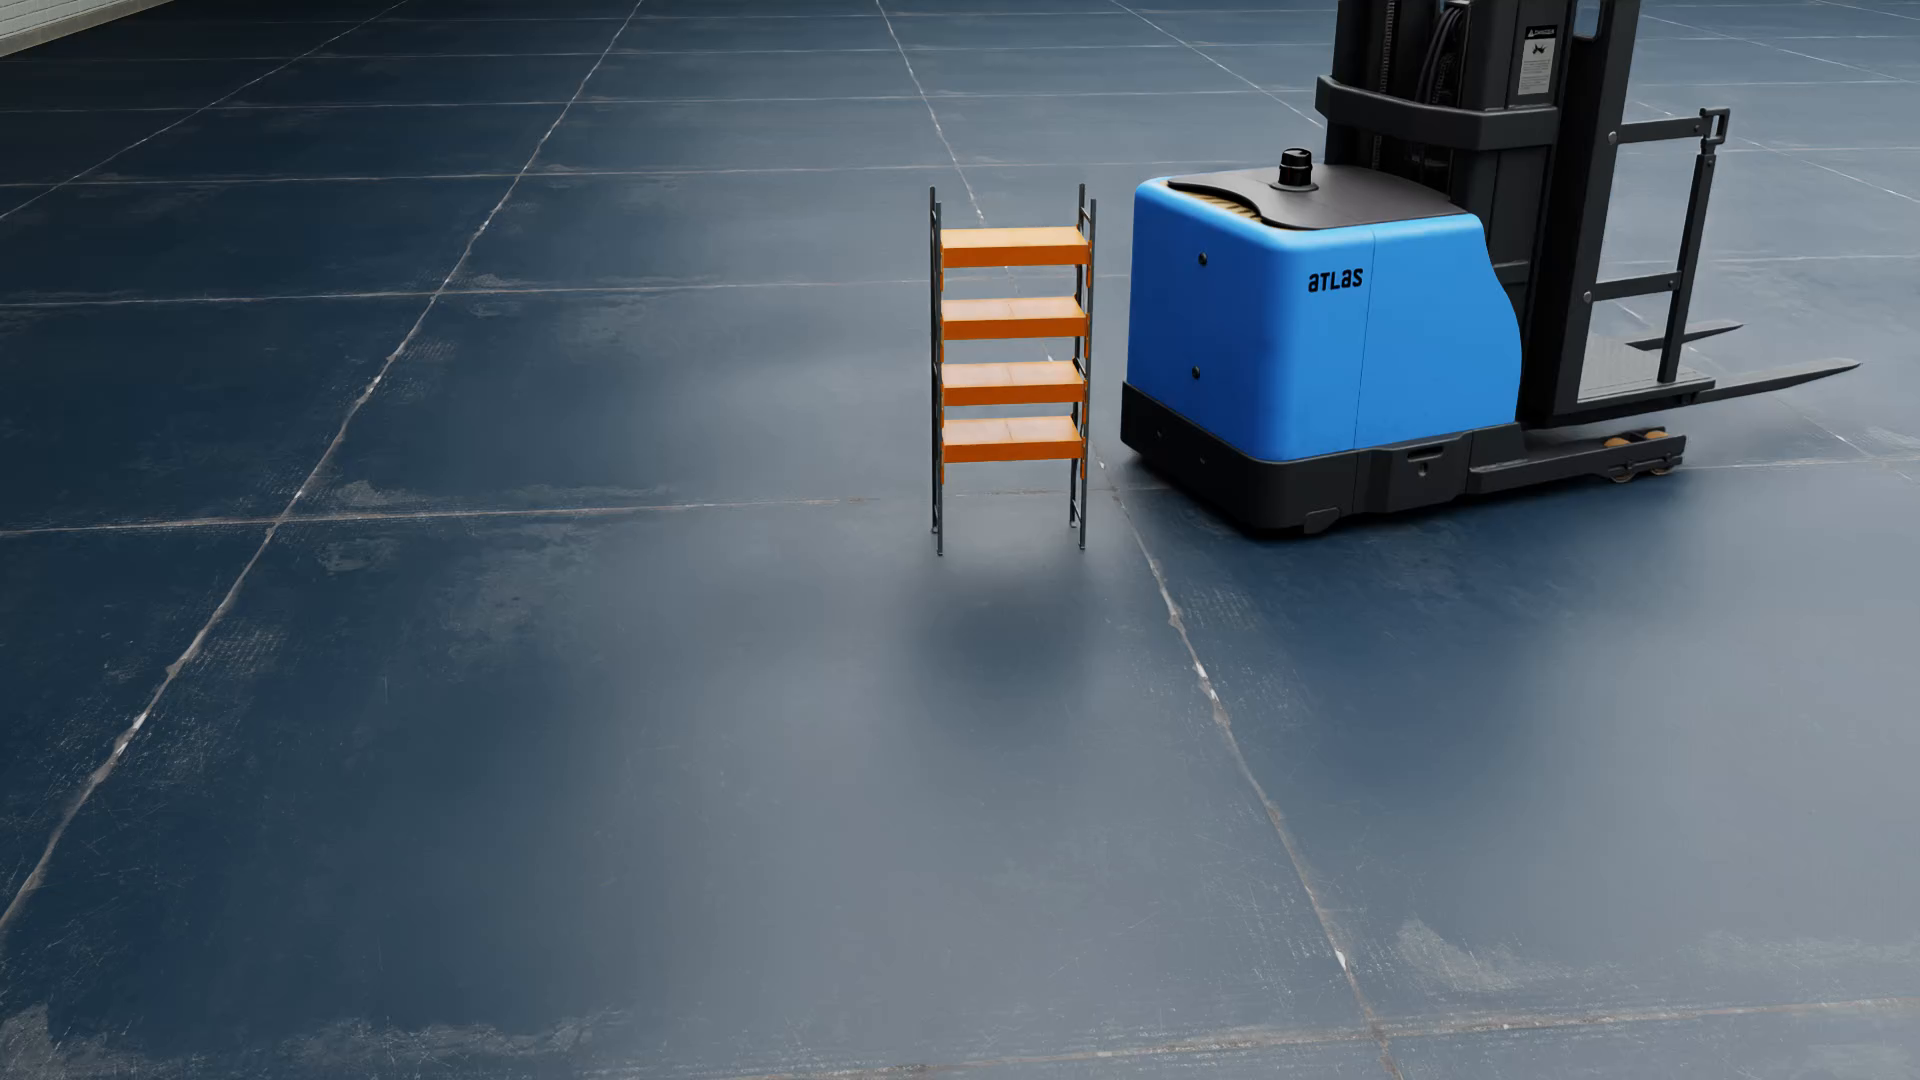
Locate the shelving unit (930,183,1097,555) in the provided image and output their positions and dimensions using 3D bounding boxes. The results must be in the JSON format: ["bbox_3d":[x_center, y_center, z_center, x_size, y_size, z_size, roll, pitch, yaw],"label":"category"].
[{"bbox_3d":[0.165,-0.555,5.521,0.503,1.200,0.258,-2,24,-5],"label":"shelving unit"}]

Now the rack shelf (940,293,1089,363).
[{"bbox_3d":[0.165,-0.698,5.458,0.480,0.148,0.258,-2,24,-5],"label":"rack shelf"}]

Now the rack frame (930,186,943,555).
[{"bbox_3d":[-0.078,-0.545,5.499,0.015,1.200,0.240,-2,24,-5],"label":"rack frame"}]

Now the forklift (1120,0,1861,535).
[{"bbox_3d":[2.186,-1.739,6.053,3.031,2.935,1.130,-10,26,-22],"label":"forklift"}]

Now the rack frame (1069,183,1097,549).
[{"bbox_3d":[0.408,-0.565,5.543,0.015,1.200,0.240,-2,24,-5],"label":"rack frame"}]

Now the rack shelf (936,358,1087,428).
[{"bbox_3d":[0.165,-0.493,5.548,0.480,0.148,0.258,-2,24,-5],"label":"rack shelf"}]

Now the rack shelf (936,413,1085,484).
[{"bbox_3d":[0.165,-0.312,5.629,0.480,0.148,0.258,-2,24,-5],"label":"rack shelf"}]

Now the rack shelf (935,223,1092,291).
[{"bbox_3d":[0.165,-0.914,5.362,0.480,0.148,0.258,-2,24,-5],"label":"rack shelf"}]
